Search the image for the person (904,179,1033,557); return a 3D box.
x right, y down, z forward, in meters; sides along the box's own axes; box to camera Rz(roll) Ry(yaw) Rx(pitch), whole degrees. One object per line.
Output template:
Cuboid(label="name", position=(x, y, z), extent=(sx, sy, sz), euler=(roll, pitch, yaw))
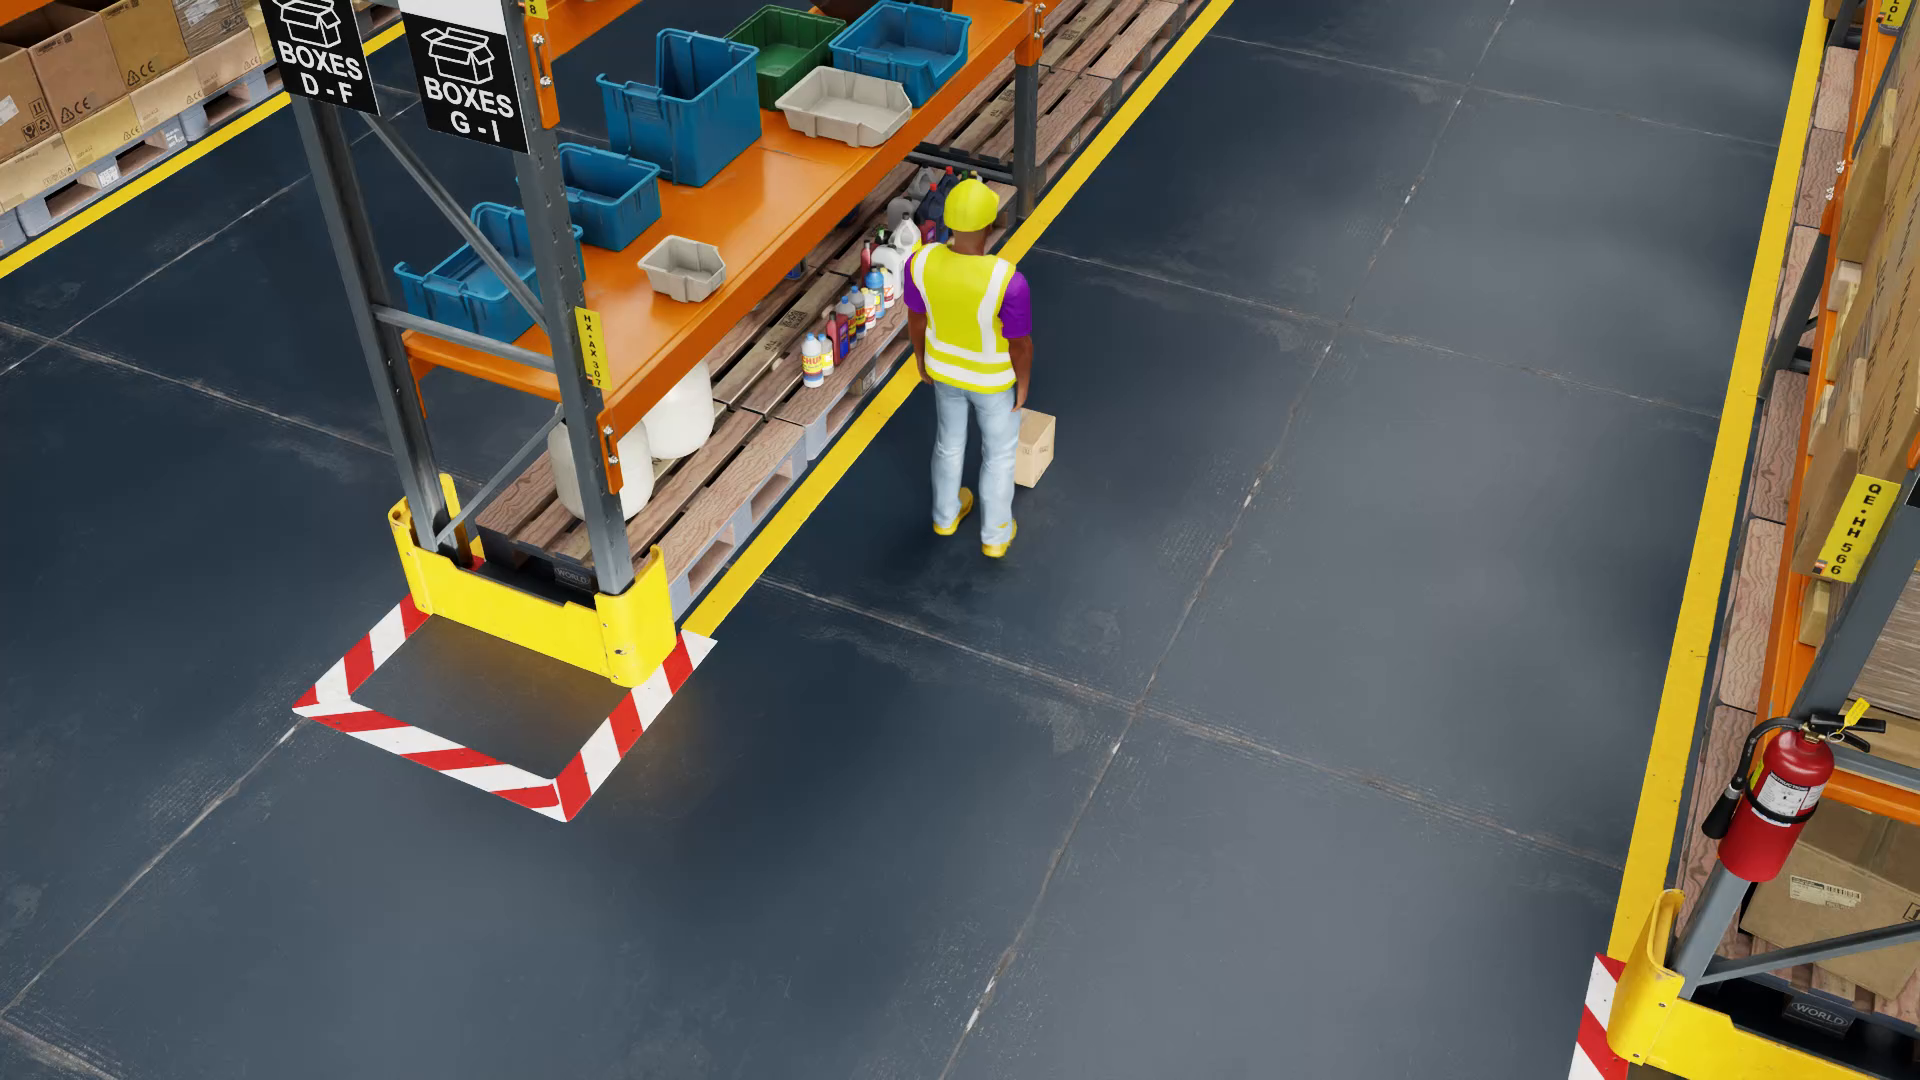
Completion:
Cuboid(label="person", position=(0.052, -0.706, 6.960), extent=(0.563, 1.793, 0.373), euler=(18, 45, 19))
